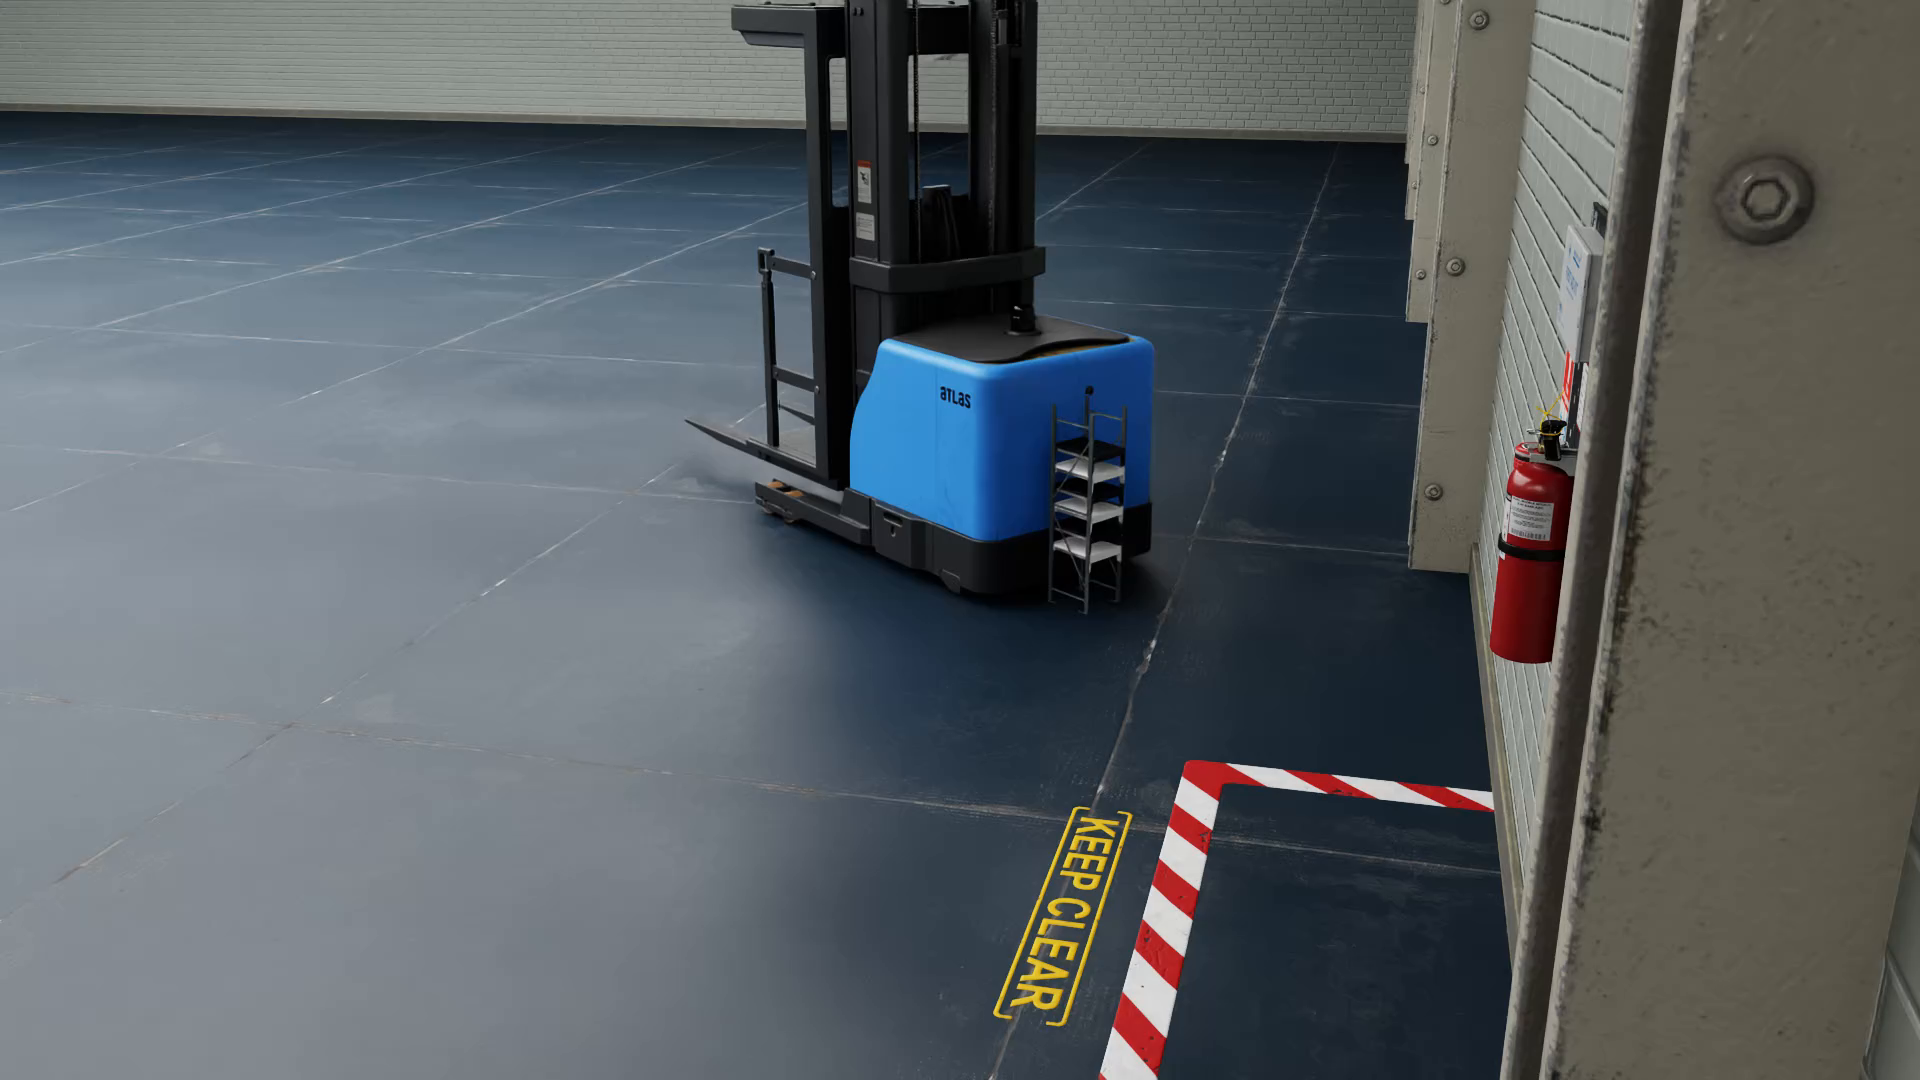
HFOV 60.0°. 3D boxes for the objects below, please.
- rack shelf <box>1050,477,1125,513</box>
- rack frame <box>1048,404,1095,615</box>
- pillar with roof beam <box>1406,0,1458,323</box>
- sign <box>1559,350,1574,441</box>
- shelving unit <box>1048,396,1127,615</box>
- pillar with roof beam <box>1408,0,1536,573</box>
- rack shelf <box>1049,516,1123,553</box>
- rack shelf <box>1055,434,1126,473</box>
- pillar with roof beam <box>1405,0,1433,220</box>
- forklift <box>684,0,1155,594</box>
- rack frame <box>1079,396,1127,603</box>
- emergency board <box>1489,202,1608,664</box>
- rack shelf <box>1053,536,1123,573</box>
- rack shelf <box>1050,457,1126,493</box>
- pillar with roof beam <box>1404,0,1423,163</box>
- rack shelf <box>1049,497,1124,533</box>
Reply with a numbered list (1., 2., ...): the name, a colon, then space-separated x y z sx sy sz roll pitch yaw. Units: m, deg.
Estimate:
1. rack shelf: 0.551 -0.203 7.206 0.200 0.077 0.258 -17 26 -40
2. rack frame: 0.476 -0.127 7.160 0.006 0.900 0.240 -17 26 -40
3. pillar with roof beam: -0.408 -6.395 12.990 9.100 9.000 0.400 5 19 13
4. sign: 1.710 -0.409 4.689 0.001 0.329 0.234 5 19 13
5. shelving unit: 0.551 -0.150 7.225 0.210 0.900 0.258 -17 26 -40
6. pillar with roof beam: -1.874 -4.515 7.484 9.100 9.000 0.400 5 19 13
7. rack shelf: 0.550 -0.034 7.267 0.200 0.077 0.258 -17 26 -40
8. rack shelf: 0.551 -0.372 7.146 0.200 0.077 0.258 -17 26 -40
9. pillar with roof beam: 1.058 -8.276 18.496 9.100 9.000 0.400 5 19 13
10. forklift: -0.399 -1.559 8.217 1.130 2.935 3.031 -14 23 -35
11. rack frame: 0.625 -0.173 7.290 0.006 0.900 0.240 -17 26 -40
12. emergency board: 1.475 -0.227 4.211 0.194 1.169 0.643 5 19 13
13. rack shelf: 0.550 0.051 7.297 0.200 0.077 0.258 -17 26 -40
14. rack shelf: 0.551 -0.288 7.176 0.200 0.077 0.258 -17 26 -40
15. pillar with roof beam: 2.524 -10.157 24.001 9.100 9.000 0.400 5 19 13
16. rack shelf: 0.551 -0.118 7.237 0.200 0.077 0.258 -17 26 -40
